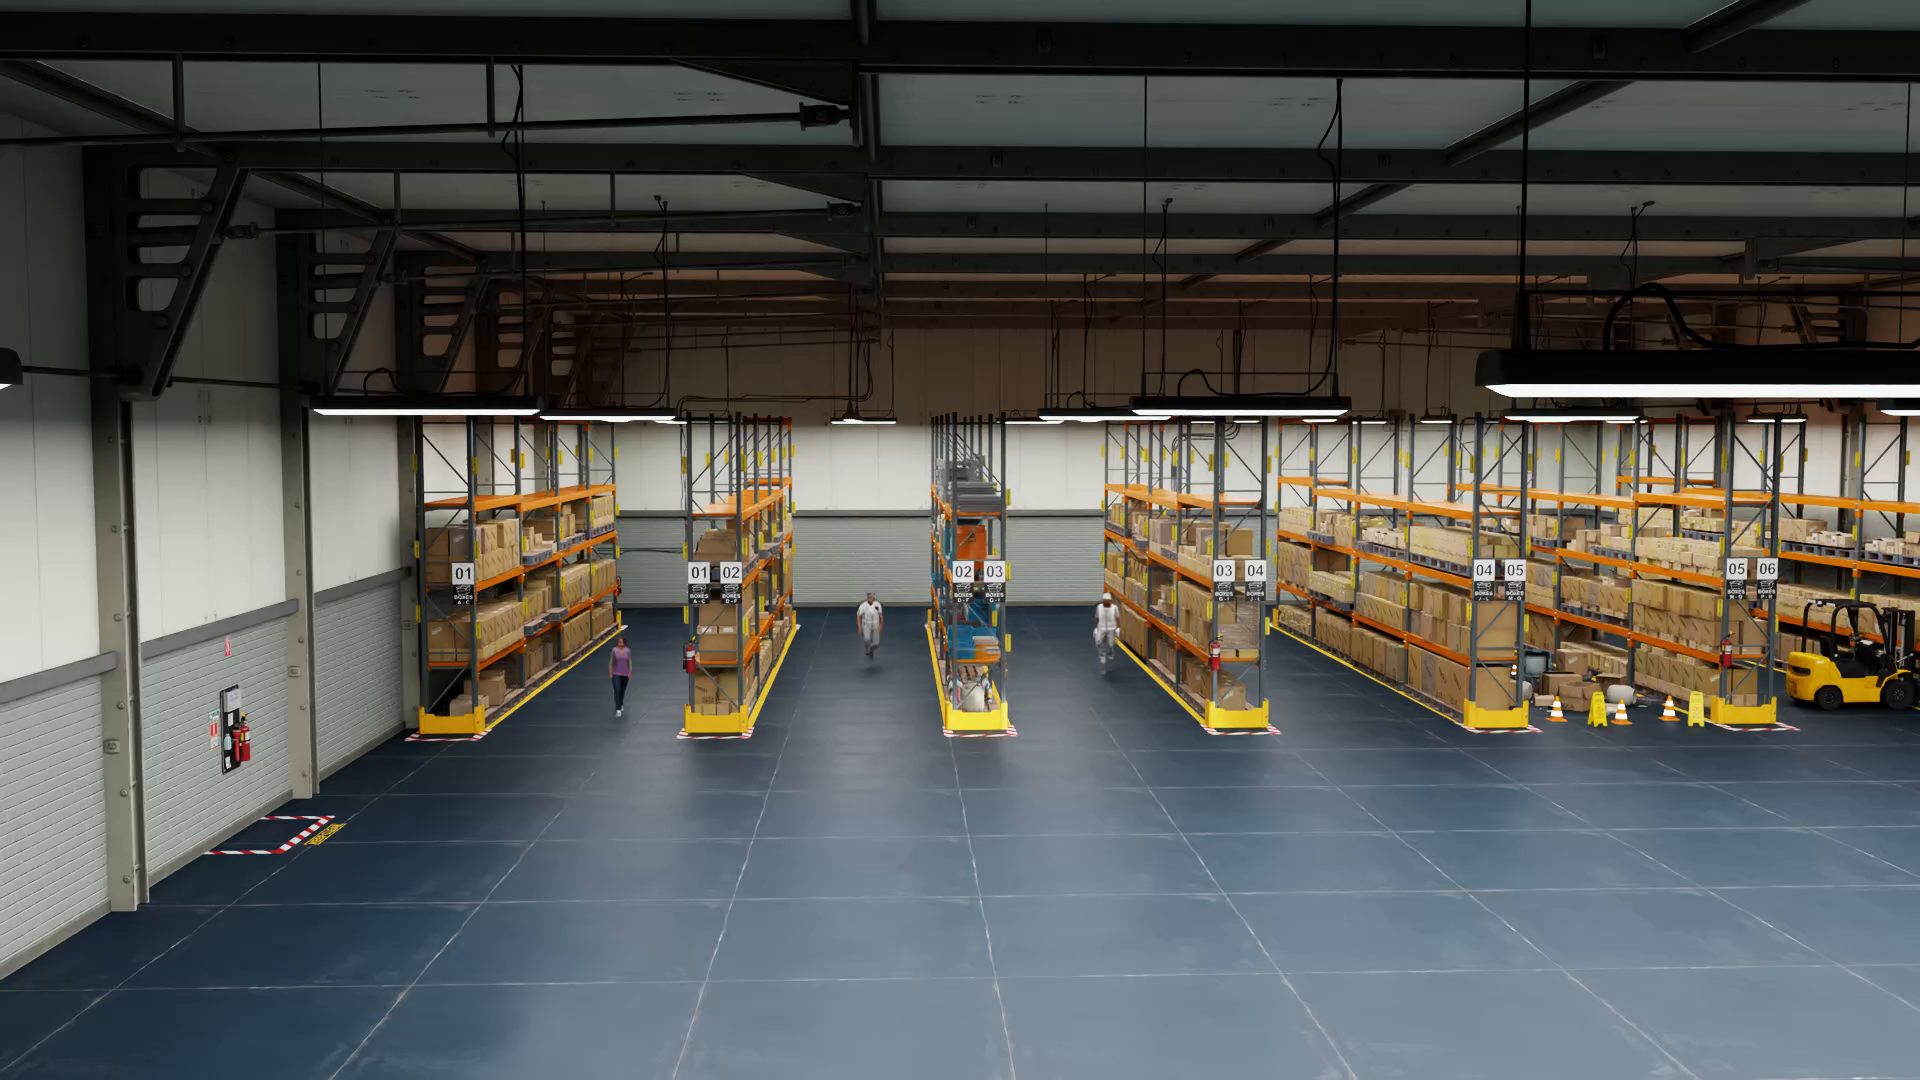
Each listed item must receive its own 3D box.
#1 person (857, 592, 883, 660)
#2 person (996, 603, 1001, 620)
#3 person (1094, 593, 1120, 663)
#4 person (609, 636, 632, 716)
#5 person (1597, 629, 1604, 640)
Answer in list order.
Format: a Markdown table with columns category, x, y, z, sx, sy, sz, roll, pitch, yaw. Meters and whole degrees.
| category | x | y | z | sx | sy | sz | roll | pitch | yaw |
| --- | --- | --- | --- | --- | --- | --- | --- | --- | --- |
| person | -2.152 | 2.063 | 39.687 | 0.626 | 1.687 | 0.755 | -1 | 4 | -17 |
| person | 0.960 | 1.812 | 45.164 | 0.454 | 1.605 | 1.030 | -1 | 4 | -15 |
| person | 3.419 | 2.035 | 38.710 | 0.631 | 1.618 | 0.635 | 1 | 4 | 10 |
| person | -6.738 | 2.676 | 33.042 | 0.437 | 1.545 | 0.920 | -2 | 4 | -29 |
| person | 17.023 | 1.832 | 44.454 | 0.550 | 1.718 | 0.542 | -2 | 4 | -23 |
